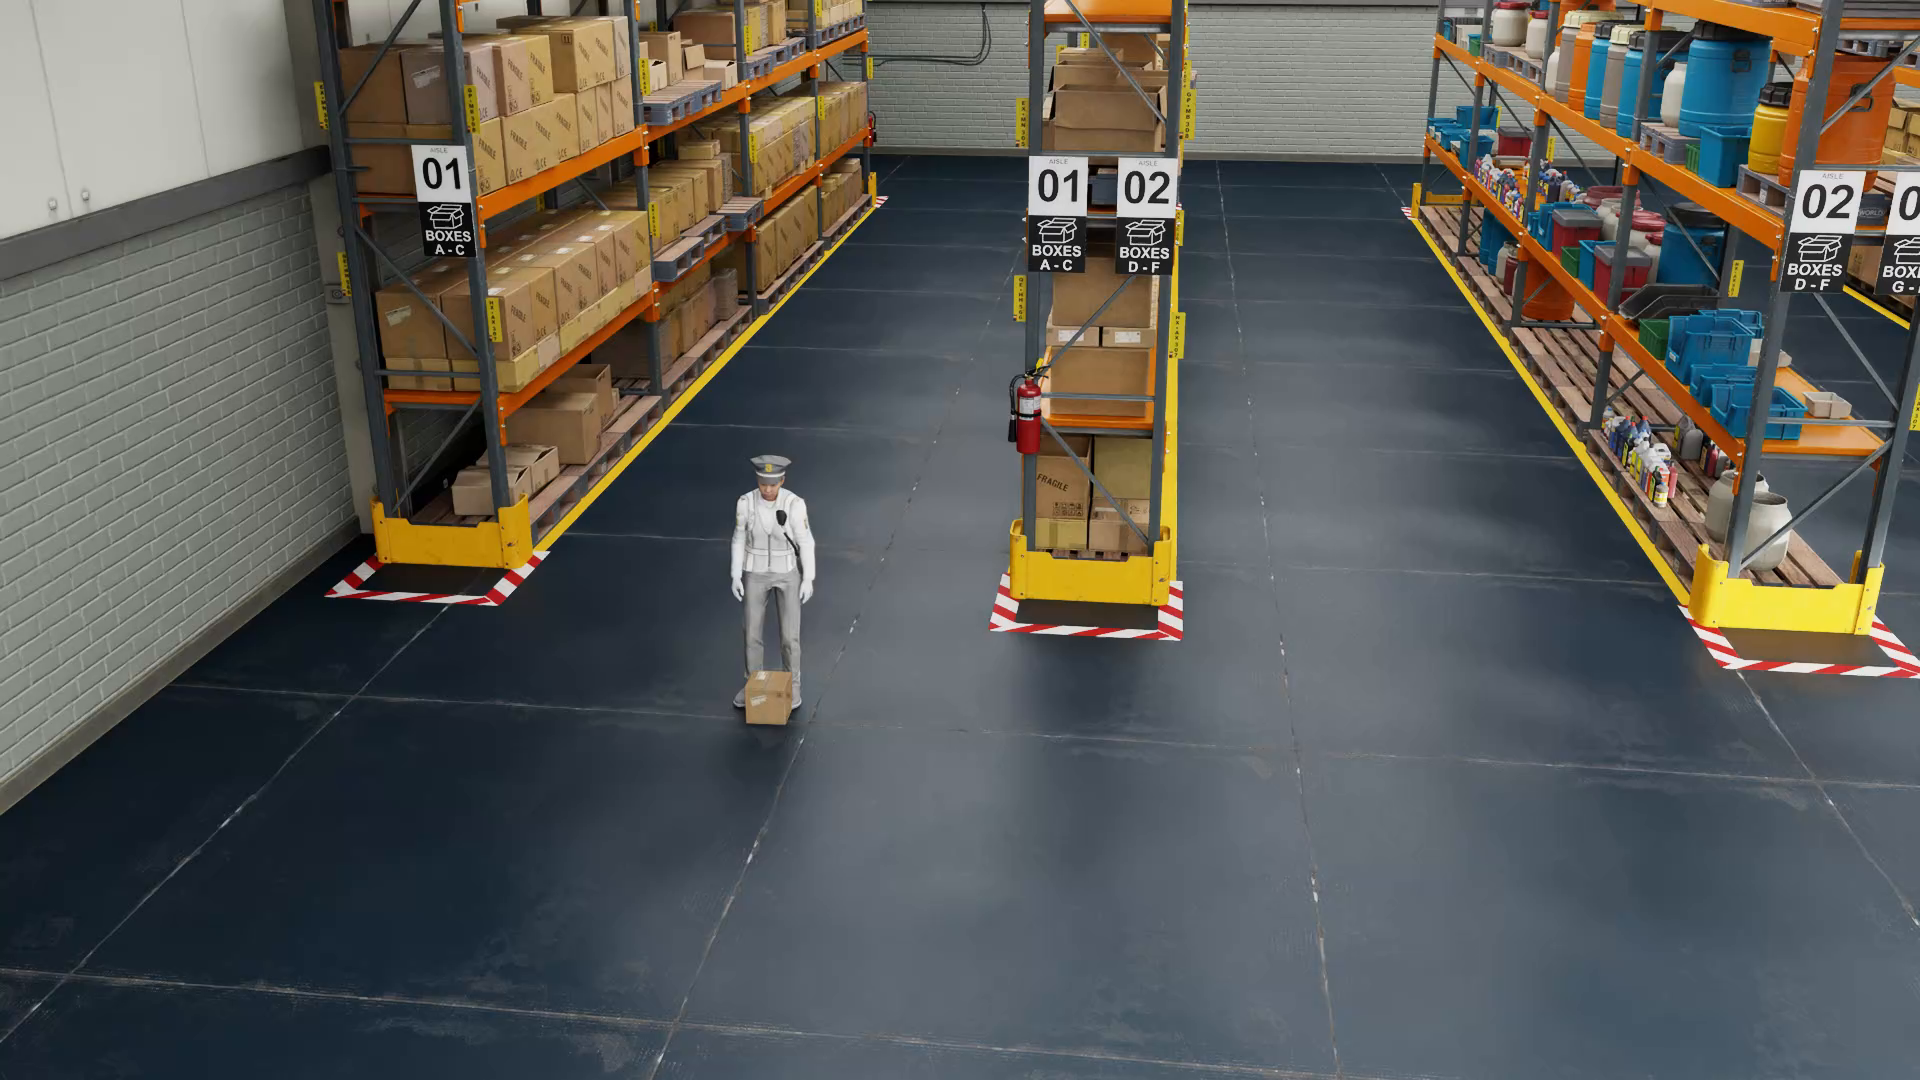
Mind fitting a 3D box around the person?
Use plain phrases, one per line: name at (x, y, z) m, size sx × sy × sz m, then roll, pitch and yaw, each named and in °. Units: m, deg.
person at (-1.177, 0.248, 10.445) m, size 0.540 × 1.662 × 0.374 m, roll 1°, pitch 21°, yaw 3°
